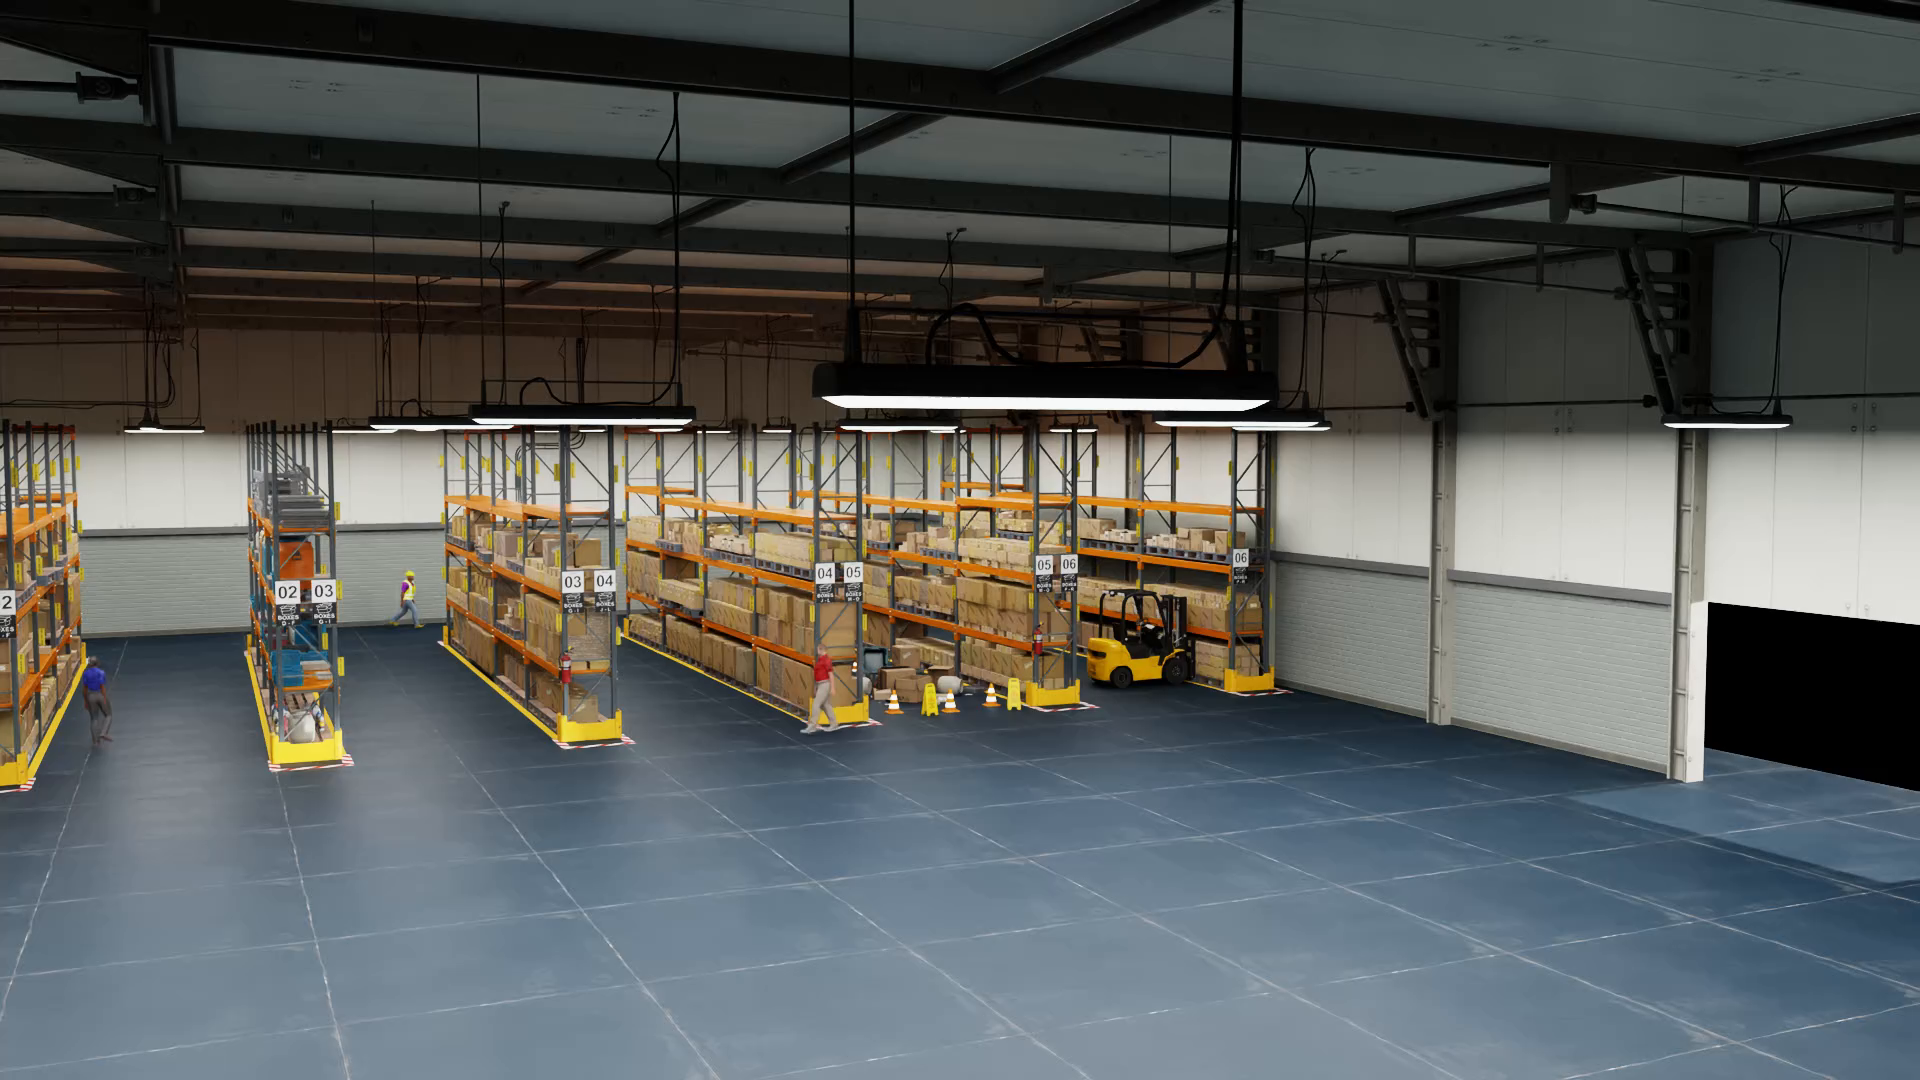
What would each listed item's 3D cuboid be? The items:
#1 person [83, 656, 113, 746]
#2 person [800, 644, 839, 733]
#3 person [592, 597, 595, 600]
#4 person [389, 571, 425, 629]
[{"bbox_3d":[-15.945,2.971,30.740,0.504,1.646,0.457,-1,4,-16],"label":"person"},{"bbox_3d":[-2.723,2.864,32.059,0.803,1.711,0.665,-1,4,-13],"label":"person"},{"bbox_3d":[-10.439,1.896,48.236,0.459,1.633,1.037,1,4,21],"label":"person"},{"bbox_3d":[-16.467,1.777,49.534,1.098,1.715,0.552,0,4,-5],"label":"person"}]
